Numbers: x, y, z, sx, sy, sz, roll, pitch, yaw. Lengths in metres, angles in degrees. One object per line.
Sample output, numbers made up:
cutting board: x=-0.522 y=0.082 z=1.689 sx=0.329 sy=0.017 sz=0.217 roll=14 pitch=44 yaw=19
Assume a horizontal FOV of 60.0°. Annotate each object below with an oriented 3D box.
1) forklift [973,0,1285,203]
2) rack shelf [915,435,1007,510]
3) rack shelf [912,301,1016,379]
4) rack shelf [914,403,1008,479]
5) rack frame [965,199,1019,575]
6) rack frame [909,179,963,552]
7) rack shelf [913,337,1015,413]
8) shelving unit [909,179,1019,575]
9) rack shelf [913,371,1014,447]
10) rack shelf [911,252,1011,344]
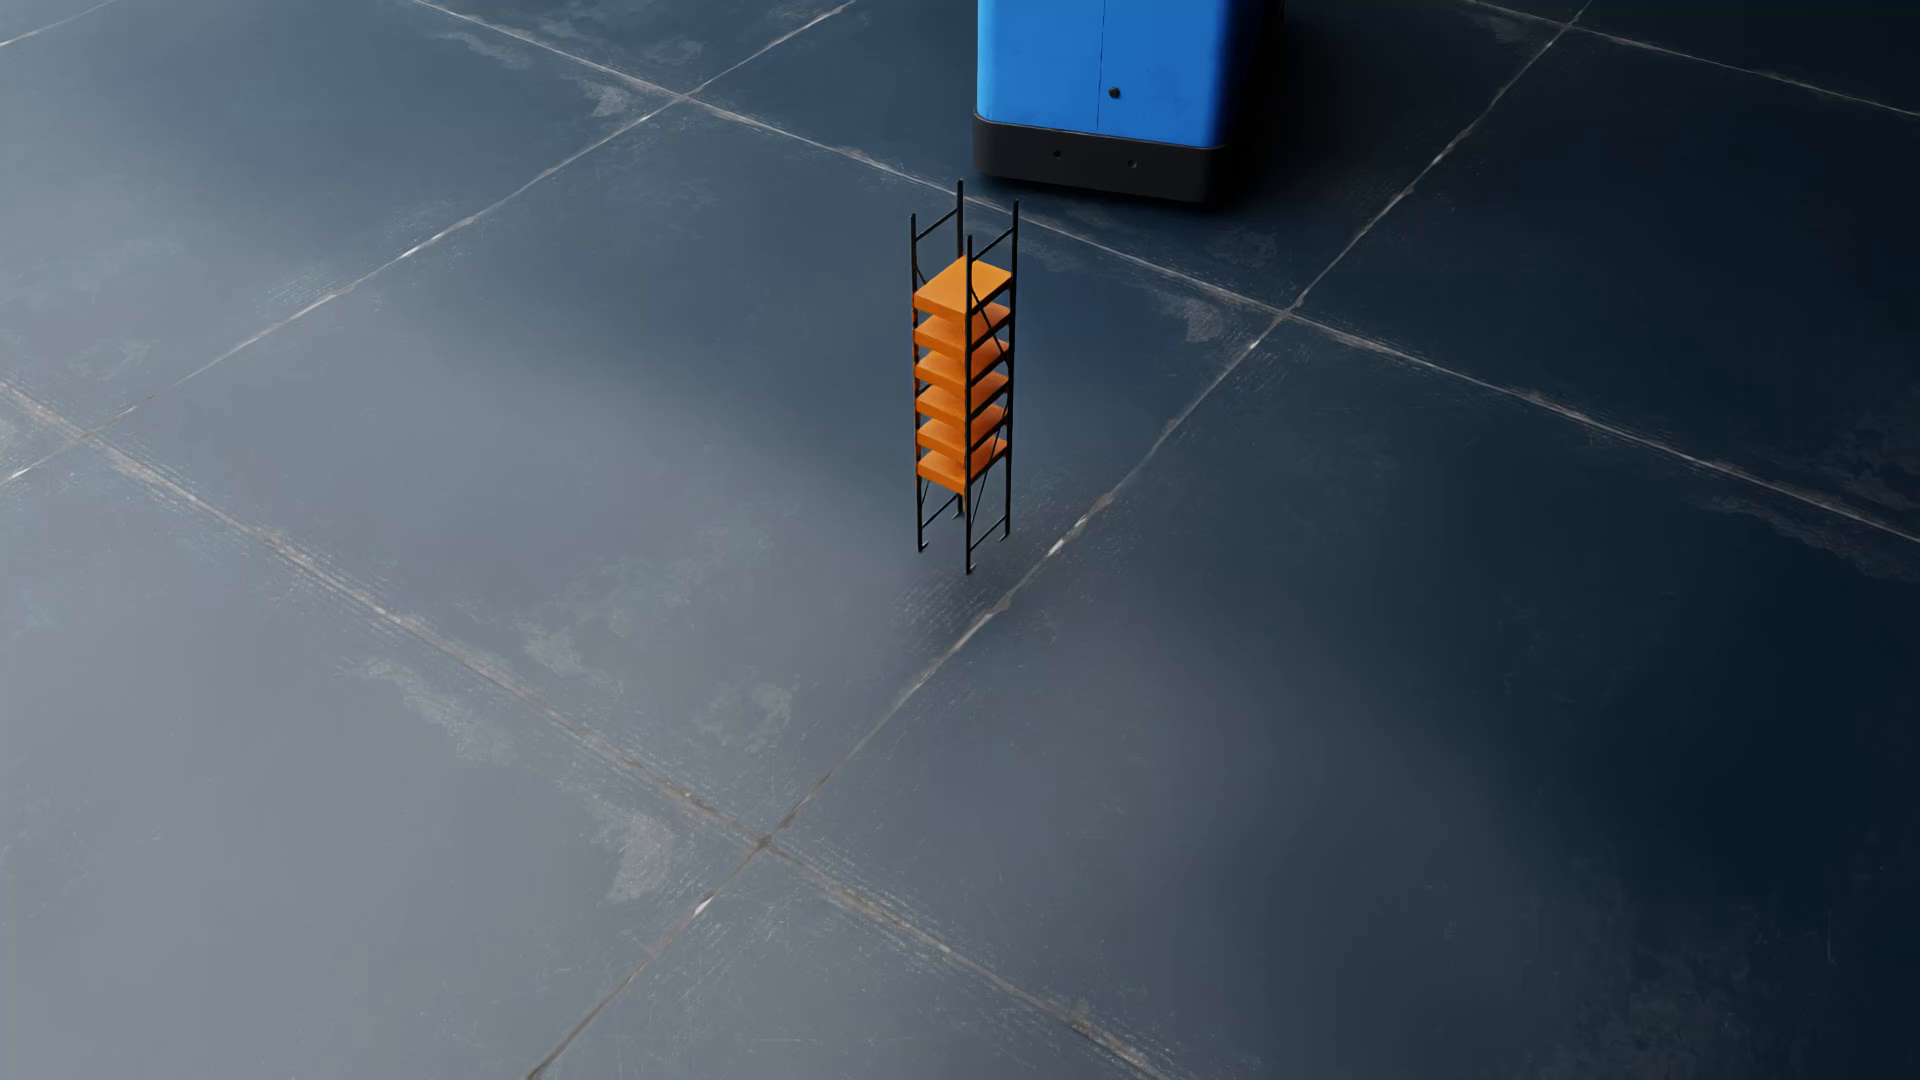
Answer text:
forklift: x=0.925 y=-3.433 z=6.889 sx=1.130 sy=2.935 sz=3.031 roll=10 pitch=43 yaw=11
rack shelf: x=0.012 y=-0.230 z=5.033 sx=0.180 sy=0.103 sz=0.258 roll=25 pitch=48 yaw=25
rack shelf: x=0.012 y=-0.587 z=4.713 sx=0.180 sy=0.103 sz=0.258 roll=25 pitch=48 yaw=25
rack shelf: x=0.012 y=-0.319 z=4.953 sx=0.180 sy=0.103 sz=0.258 roll=25 pitch=48 yaw=25
rack frame: x=0.087 y=-0.407 z=4.805 sx=0.006 sy=1.200 sz=0.240 roll=25 pitch=48 yaw=25
rack frame: x=-0.063 y=-0.477 z=4.883 sx=0.006 sy=1.200 sz=0.240 roll=25 pitch=48 yaw=25
rack shelf: x=0.012 y=-0.498 z=4.793 sx=0.180 sy=0.103 sz=0.258 roll=25 pitch=48 yaw=25
shelving unit: x=0.012 y=-0.442 z=4.844 sx=0.189 sy=1.200 sz=0.258 roll=25 pitch=48 yaw=25
rack shelf: x=0.012 y=-0.408 z=4.873 sx=0.180 sy=0.103 sz=0.258 roll=25 pitch=48 yaw=25
rack shelf: x=0.012 y=-0.677 z=4.633 sx=0.180 sy=0.103 sz=0.258 roll=25 pitch=48 yaw=25
